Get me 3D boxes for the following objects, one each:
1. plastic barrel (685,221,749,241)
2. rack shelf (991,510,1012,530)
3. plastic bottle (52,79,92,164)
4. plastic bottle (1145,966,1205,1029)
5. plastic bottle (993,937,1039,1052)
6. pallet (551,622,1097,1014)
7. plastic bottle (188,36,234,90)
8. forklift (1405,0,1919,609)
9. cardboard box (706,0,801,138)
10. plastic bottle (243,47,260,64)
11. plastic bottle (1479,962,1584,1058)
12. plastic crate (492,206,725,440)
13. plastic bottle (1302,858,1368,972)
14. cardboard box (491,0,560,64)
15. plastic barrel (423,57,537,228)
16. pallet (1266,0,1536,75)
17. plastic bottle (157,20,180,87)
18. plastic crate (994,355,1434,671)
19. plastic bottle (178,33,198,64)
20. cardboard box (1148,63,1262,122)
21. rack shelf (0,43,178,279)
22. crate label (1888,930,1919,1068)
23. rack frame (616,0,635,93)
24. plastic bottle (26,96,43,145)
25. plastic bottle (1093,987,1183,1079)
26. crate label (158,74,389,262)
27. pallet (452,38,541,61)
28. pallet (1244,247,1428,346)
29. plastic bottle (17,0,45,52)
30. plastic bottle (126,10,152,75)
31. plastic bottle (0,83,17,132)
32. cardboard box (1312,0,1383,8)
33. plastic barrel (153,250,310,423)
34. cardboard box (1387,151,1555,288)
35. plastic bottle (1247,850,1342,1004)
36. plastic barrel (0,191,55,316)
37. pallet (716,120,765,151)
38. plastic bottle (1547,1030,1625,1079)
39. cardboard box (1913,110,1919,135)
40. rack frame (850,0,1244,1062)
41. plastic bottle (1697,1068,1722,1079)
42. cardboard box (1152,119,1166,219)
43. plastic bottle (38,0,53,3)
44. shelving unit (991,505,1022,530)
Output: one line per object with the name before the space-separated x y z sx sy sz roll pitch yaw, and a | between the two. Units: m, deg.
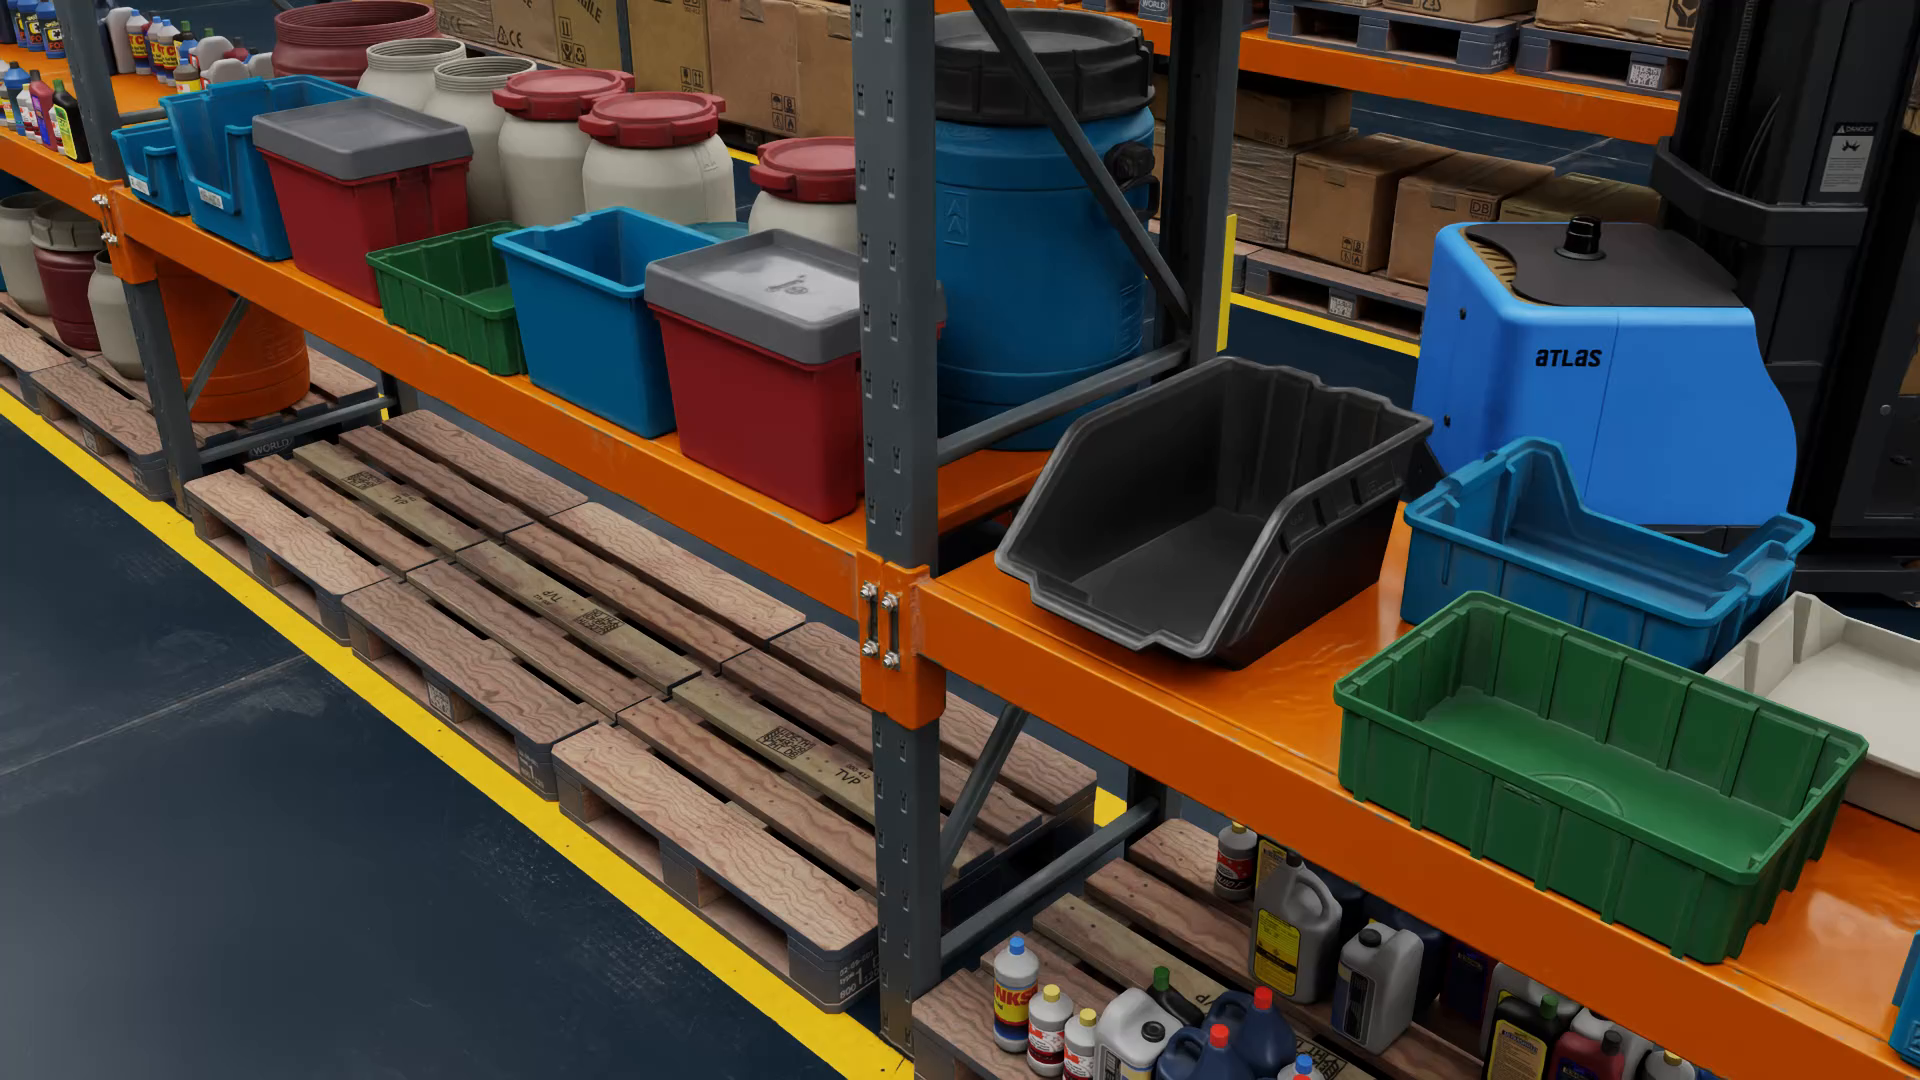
plastic barrel | -0.634 -0.704 4.514 0.301 0.262 0.301 0 28 0
rack shelf | -0.005 -0.284 6.106 1.000 0.278 0.538 25 36 38
plastic bottle | -3.238 -1.526 6.055 0.133 0.283 0.061 25 36 38
plastic bottle | 0.446 1.035 3.504 0.133 0.283 0.061 25 36 38
plastic bottle | 0.122 0.980 3.622 0.097 0.271 0.097 0 28 0
pallet | -0.385 0.708 4.676 1.213 0.211 1.003 25 36 38
plastic bottle | -3.062 -1.932 6.835 0.135 0.276 0.152 25 36 38
forklift | 3.265 -1.308 5.588 3.031 2.935 1.130 0 28 0
cardboard box | -0.922 -3.288 11.113 0.875 0.875 1.225 23 36 37
plastic bottle | -2.796 -1.826 6.638 0.097 0.271 0.097 0 28 0
plastic bottle | 1.231 0.978 3.541 0.185 0.351 0.144 24 36 38
plastic crate | -0.803 -0.532 4.056 0.575 0.384 0.392 25 36 38
plastic bottle | 0.863 0.810 3.860 0.185 0.351 0.144 23 36 37
cardboard box | -3.086 -4.317 13.070 0.875 0.875 0.875 25 36 38
plastic barrel | -1.466 -1.235 5.255 0.421 0.512 0.421 0 28 0
pallet | 2.263 -2.514 8.014 1.213 0.211 1.003 25 36 38
plastic bottle | -3.385 -2.096 7.151 0.097 0.271 0.097 0 28 0
plastic crate | 0.486 -0.042 3.173 0.504 0.338 0.767 25 36 38
plastic bottle | -3.168 -1.957 6.887 0.097 0.271 0.097 0 28 0
cardboard box | 1.321 -2.443 9.080 0.500 0.250 0.500 -24 36 -37
rack shelf | -4.076 -1.922 7.455 4.000 0.370 1.077 25 36 38
crate label | 1.552 0.496 2.045 0.616 0.435 0.502 25 36 38
rack frame | -2.030 -4.536 11.654 0.127 3.000 1.000 25 36 38
plastic bottle | -3.472 -1.609 6.300 0.097 0.201 0.097 0 28 0
plastic bottle | 0.372 1.074 3.438 0.152 0.276 0.135 -24 36 -37
crate label | -2.131 -1.189 5.251 0.616 0.435 0.502 25 36 38
pallet | -3.391 -3.974 13.582 1.213 0.211 1.003 25 36 38
pallet | 2.244 -1.344 8.578 1.213 0.211 1.003 25 36 38
plastic bottle | -4.353 -2.439 7.804 0.097 0.271 0.097 0 28 0
plastic bottle | -3.619 -2.203 7.355 0.097 0.271 0.097 0 28 0
plastic bottle | -3.680 -1.704 6.482 0.097 0.201 0.097 0 28 0
cardboard box | 1.856 -2.728 7.924 0.500 0.250 0.500 23 36 37
plastic barrel | -3.011 -0.967 6.746 0.708 0.830 0.600 25 36 38
cardboard box | 2.526 -1.566 8.219 0.500 0.500 0.700 21 34 34
plastic bottle | 0.762 0.858 3.769 0.185 0.351 0.144 25 36 38
plastic barrel | -4.282 -1.349 7.815 0.421 0.512 0.421 0 28 0
pallet | -1.427 -3.075 11.872 1.213 0.211 1.003 25 36 38
plastic bottle | 1.269 1.098 3.386 0.133 0.283 0.061 25 36 38
cardboard box | 3.786 -1.559 6.262 0.250 0.149 0.380 25 36 38
rack frame | 0.202 -0.282 3.564 0.127 3.000 1.000 25 36 38
plastic bottle | 1.520 1.130 3.337 0.097 0.271 0.097 0 28 0
cardboard box | 1.314 -2.108 9.248 0.500 0.500 0.700 22 35 36
plastic bottle | -4.279 -2.489 7.893 0.135 0.276 0.152 25 36 38
shelving unit | -0.005 -0.500 5.992 1.048 1.125 0.538 25 36 38
